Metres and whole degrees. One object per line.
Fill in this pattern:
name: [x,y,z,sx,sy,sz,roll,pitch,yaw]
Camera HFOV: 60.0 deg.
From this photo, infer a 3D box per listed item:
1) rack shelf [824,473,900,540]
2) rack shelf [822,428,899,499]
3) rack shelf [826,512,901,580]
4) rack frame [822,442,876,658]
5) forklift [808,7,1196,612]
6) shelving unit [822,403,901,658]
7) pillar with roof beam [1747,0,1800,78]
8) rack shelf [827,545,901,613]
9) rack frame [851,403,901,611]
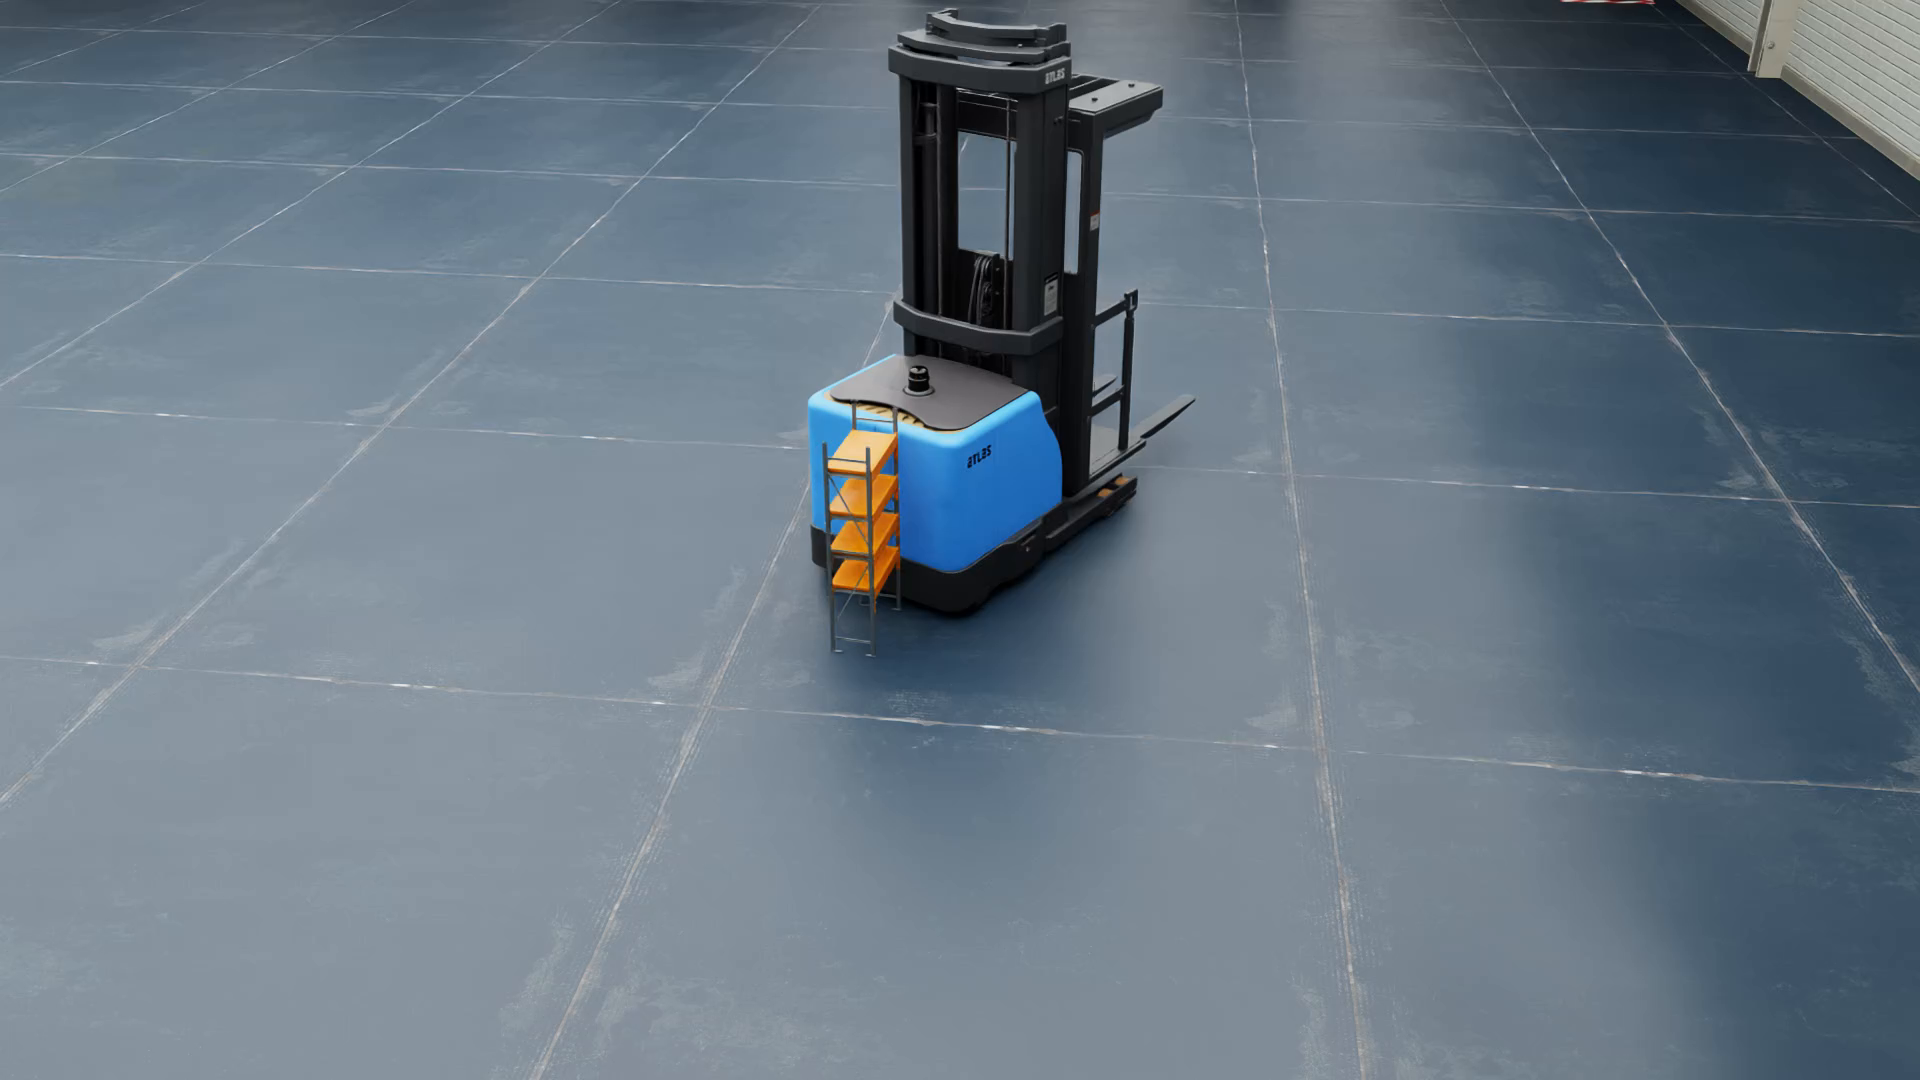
rack shelf: [-0.496,-0.185,8.498,0.258,0.148,0.480,7,29,12]
rack shelf: [-0.496,-0.393,8.386,0.258,0.148,0.480,7,29,12]
rack shelf: [-0.496,0.012,8.604,0.258,0.148,0.480,7,29,12]
rack frame: [-0.554,0.065,8.364,0.240,1.200,0.015,7,29,12]
forklift: [0.425,-1.553,9.542,1.130,2.935,3.031,19,33,31]
shelving unit: [-0.496,-0.047,8.572,0.258,1.200,0.503,7,29,12]
pillar with roof beam: [5.564,-9.908,18.653,9.100,9.000,0.400,3,28,6]
rack shelf: [-0.496,0.187,8.698,0.258,0.148,0.480,7,29,12]
rack frame: [-0.438,-0.159,8.781,0.240,1.200,0.015,7,29,12]
